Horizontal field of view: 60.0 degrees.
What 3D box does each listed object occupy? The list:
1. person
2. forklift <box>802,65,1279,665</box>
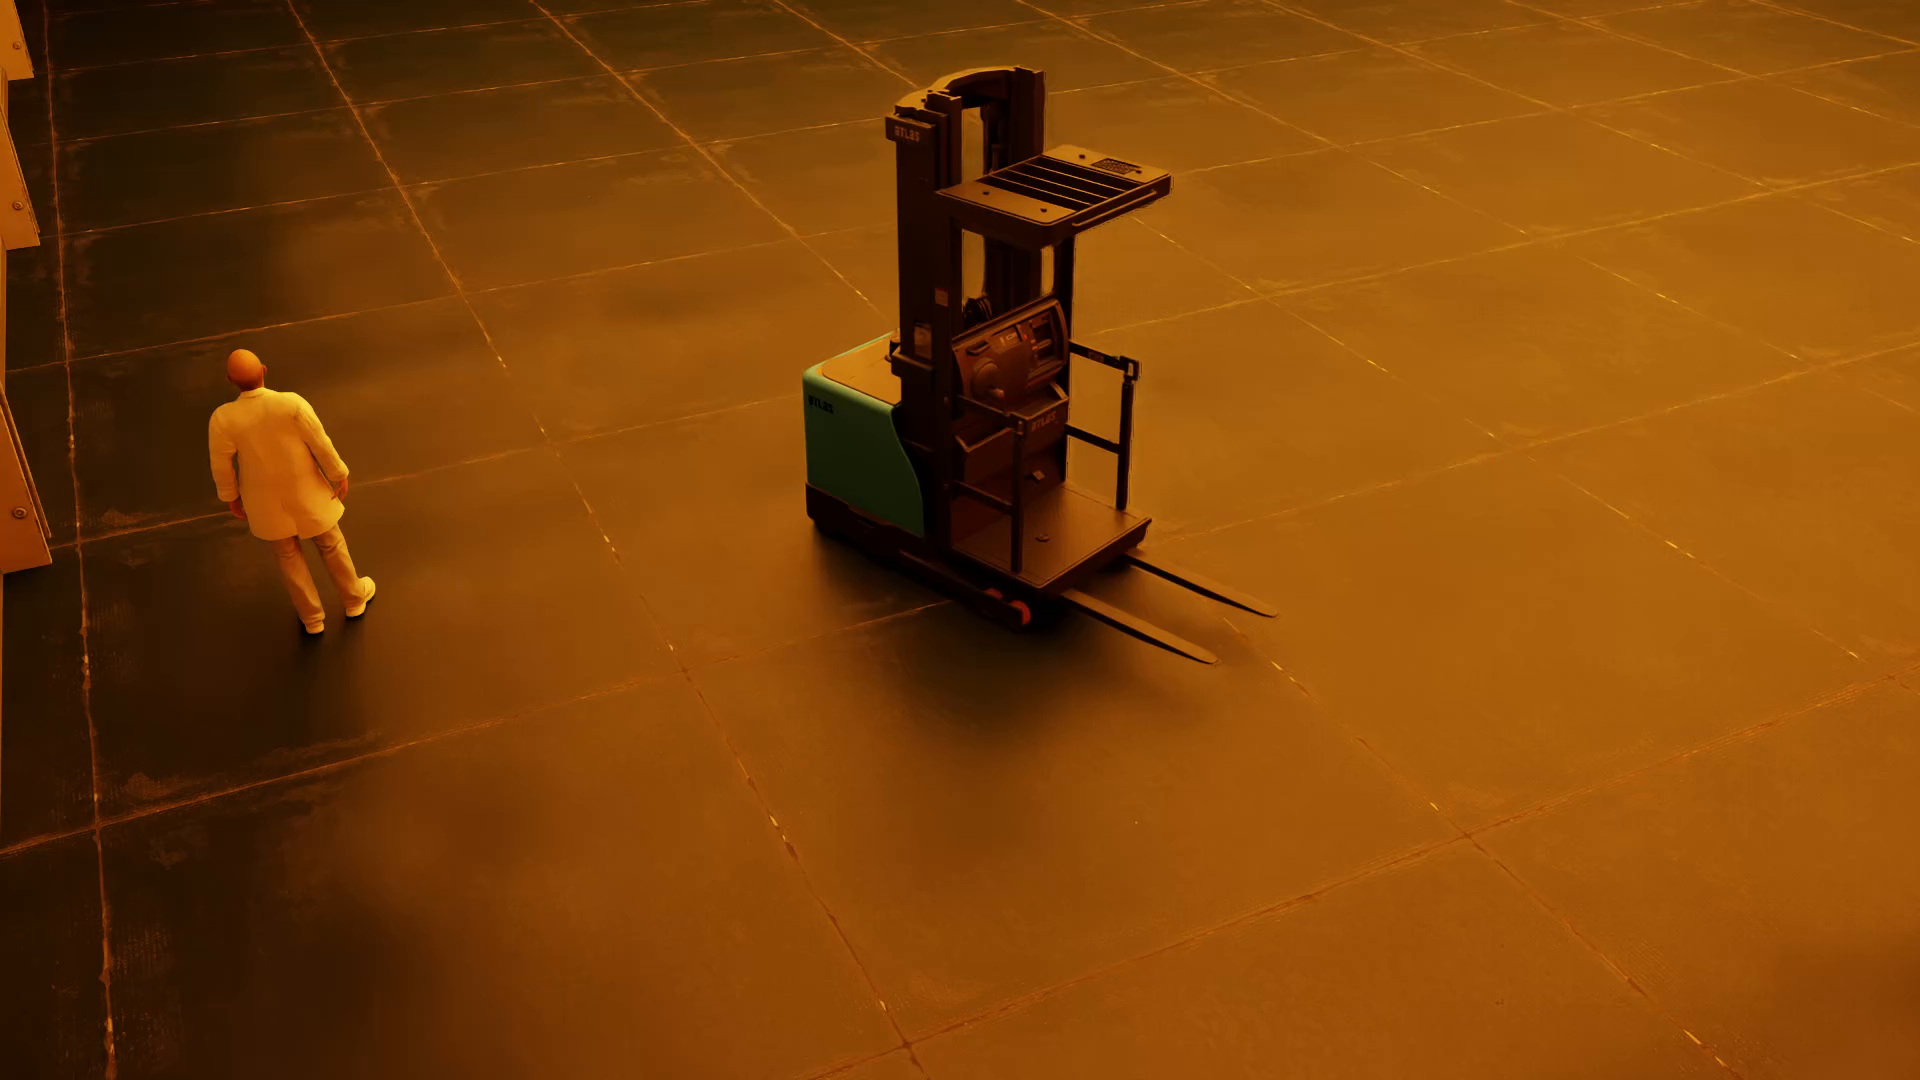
[{"bbox_3d":[-3.759,-0.309,9.277,0.695,1.775,0.583,-8,32,-14],"label":"person"},{"bbox_3d":[0.453,-1.046,9.396,3.031,2.935,1.130,25,39,35],"label":"forklift"}]
